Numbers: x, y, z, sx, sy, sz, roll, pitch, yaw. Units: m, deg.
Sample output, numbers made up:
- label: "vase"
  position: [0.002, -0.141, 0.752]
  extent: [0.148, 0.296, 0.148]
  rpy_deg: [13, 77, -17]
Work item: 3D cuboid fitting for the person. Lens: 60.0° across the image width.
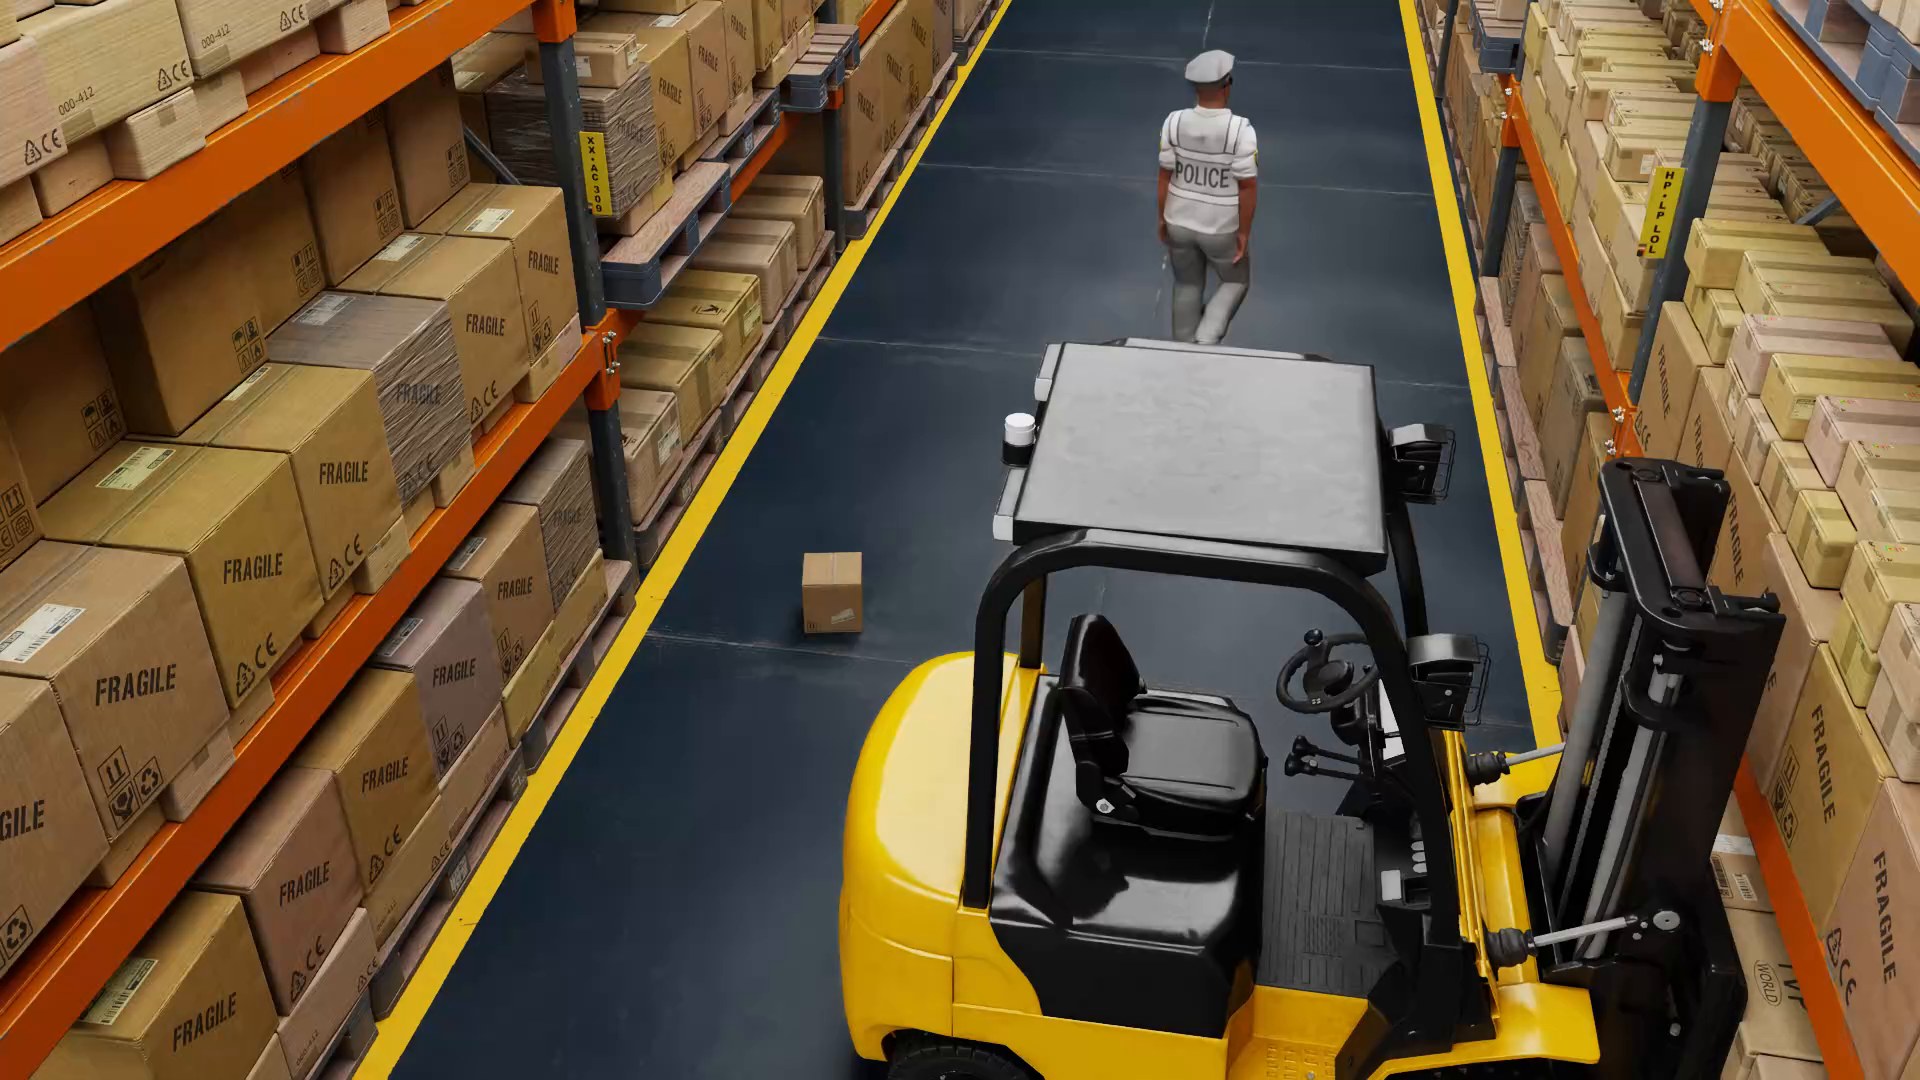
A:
- label: "person"
  position: [1.289, -1.675, 8.729]
  extent: [0.537, 1.760, 0.558]
  rpy_deg: [14, 35, 20]
